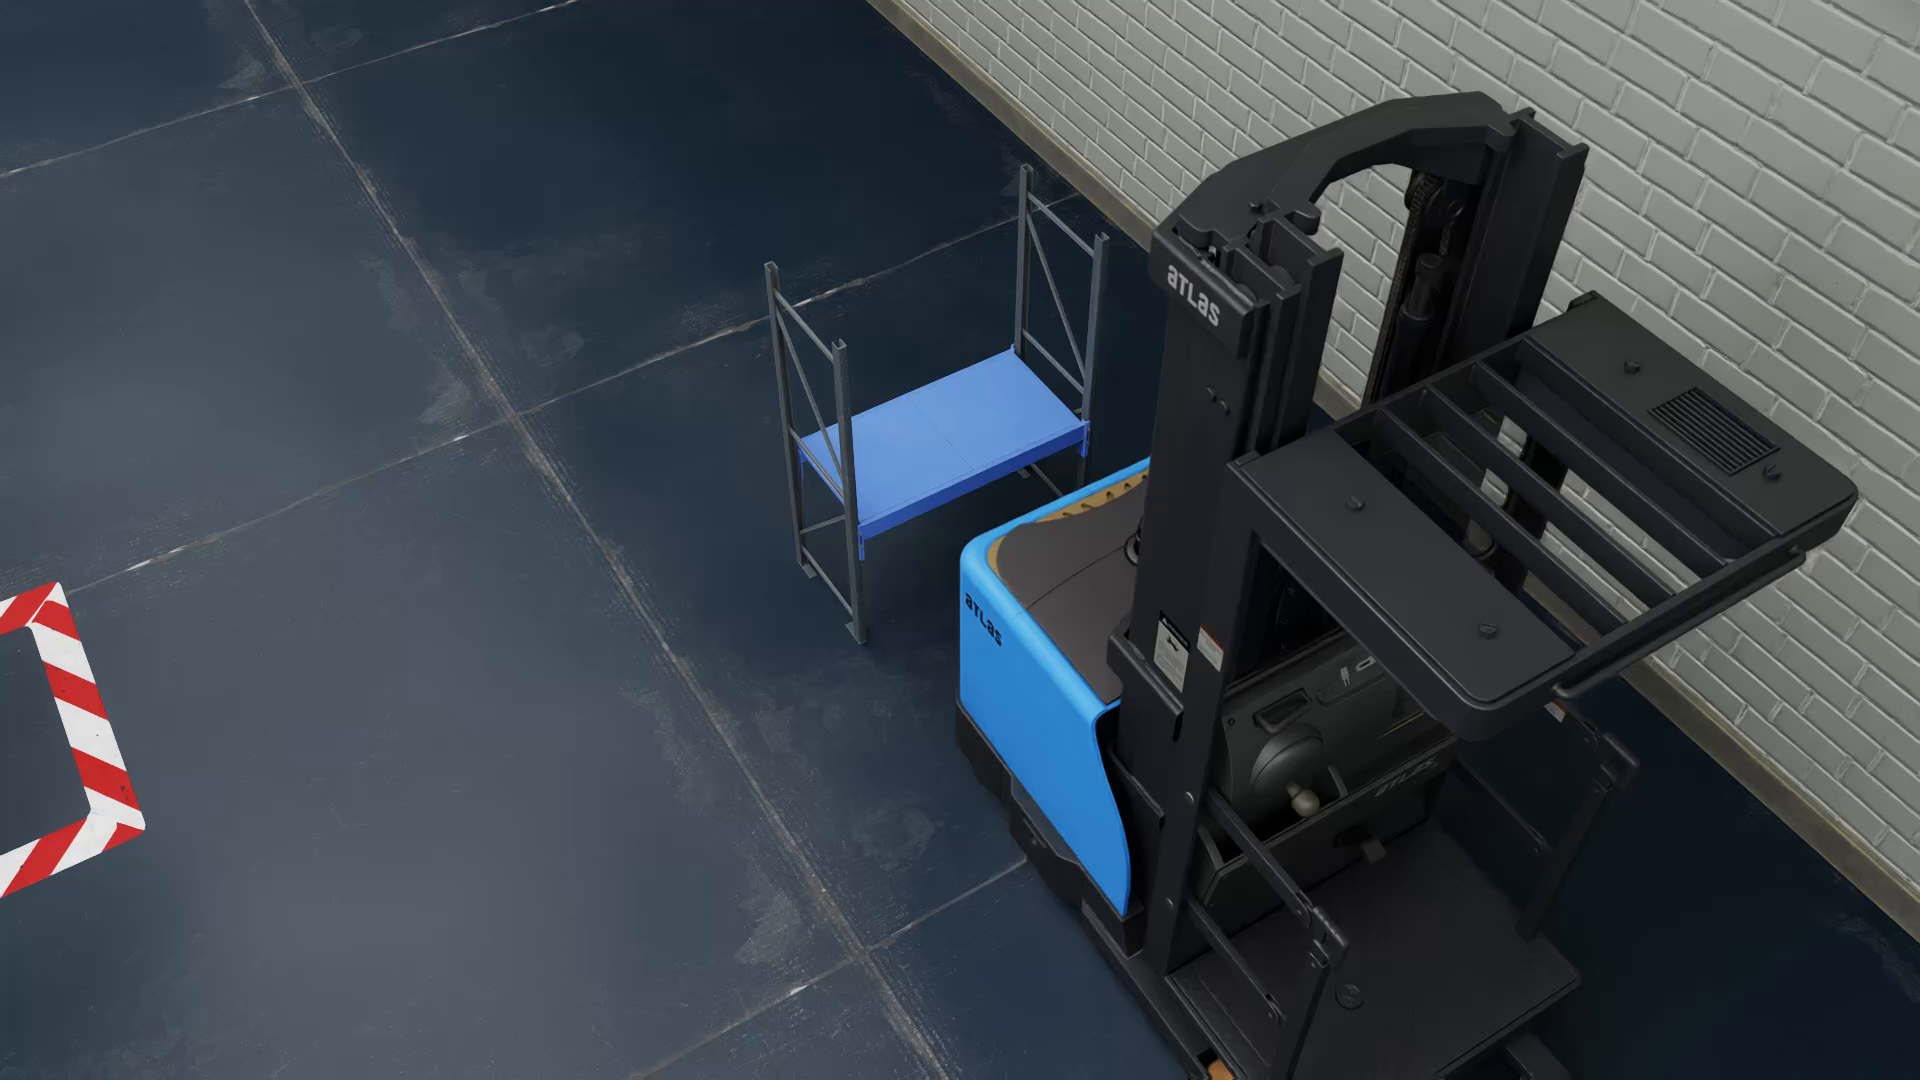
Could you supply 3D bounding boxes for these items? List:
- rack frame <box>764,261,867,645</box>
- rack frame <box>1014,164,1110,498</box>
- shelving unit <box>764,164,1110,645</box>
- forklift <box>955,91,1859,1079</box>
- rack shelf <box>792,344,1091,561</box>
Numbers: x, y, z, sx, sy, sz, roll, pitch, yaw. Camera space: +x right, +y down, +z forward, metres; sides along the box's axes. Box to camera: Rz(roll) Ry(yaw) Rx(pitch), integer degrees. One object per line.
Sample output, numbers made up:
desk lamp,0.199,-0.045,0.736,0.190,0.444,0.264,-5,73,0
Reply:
rack frame,-0.502,-0.262,5.925,0.032,1.500,0.500,-25,53,-21
rack frame,0.358,-0.667,6.285,0.032,1.500,0.500,-25,53,-21
shelving unit,-0.072,-0.465,6.105,1.048,1.500,0.538,-25,53,-21
forklift,1.183,0.504,4.284,1.130,2.935,3.031,-25,53,-20
rack shelf,-0.072,-0.345,6.239,1.000,0.185,0.538,-25,53,-21
